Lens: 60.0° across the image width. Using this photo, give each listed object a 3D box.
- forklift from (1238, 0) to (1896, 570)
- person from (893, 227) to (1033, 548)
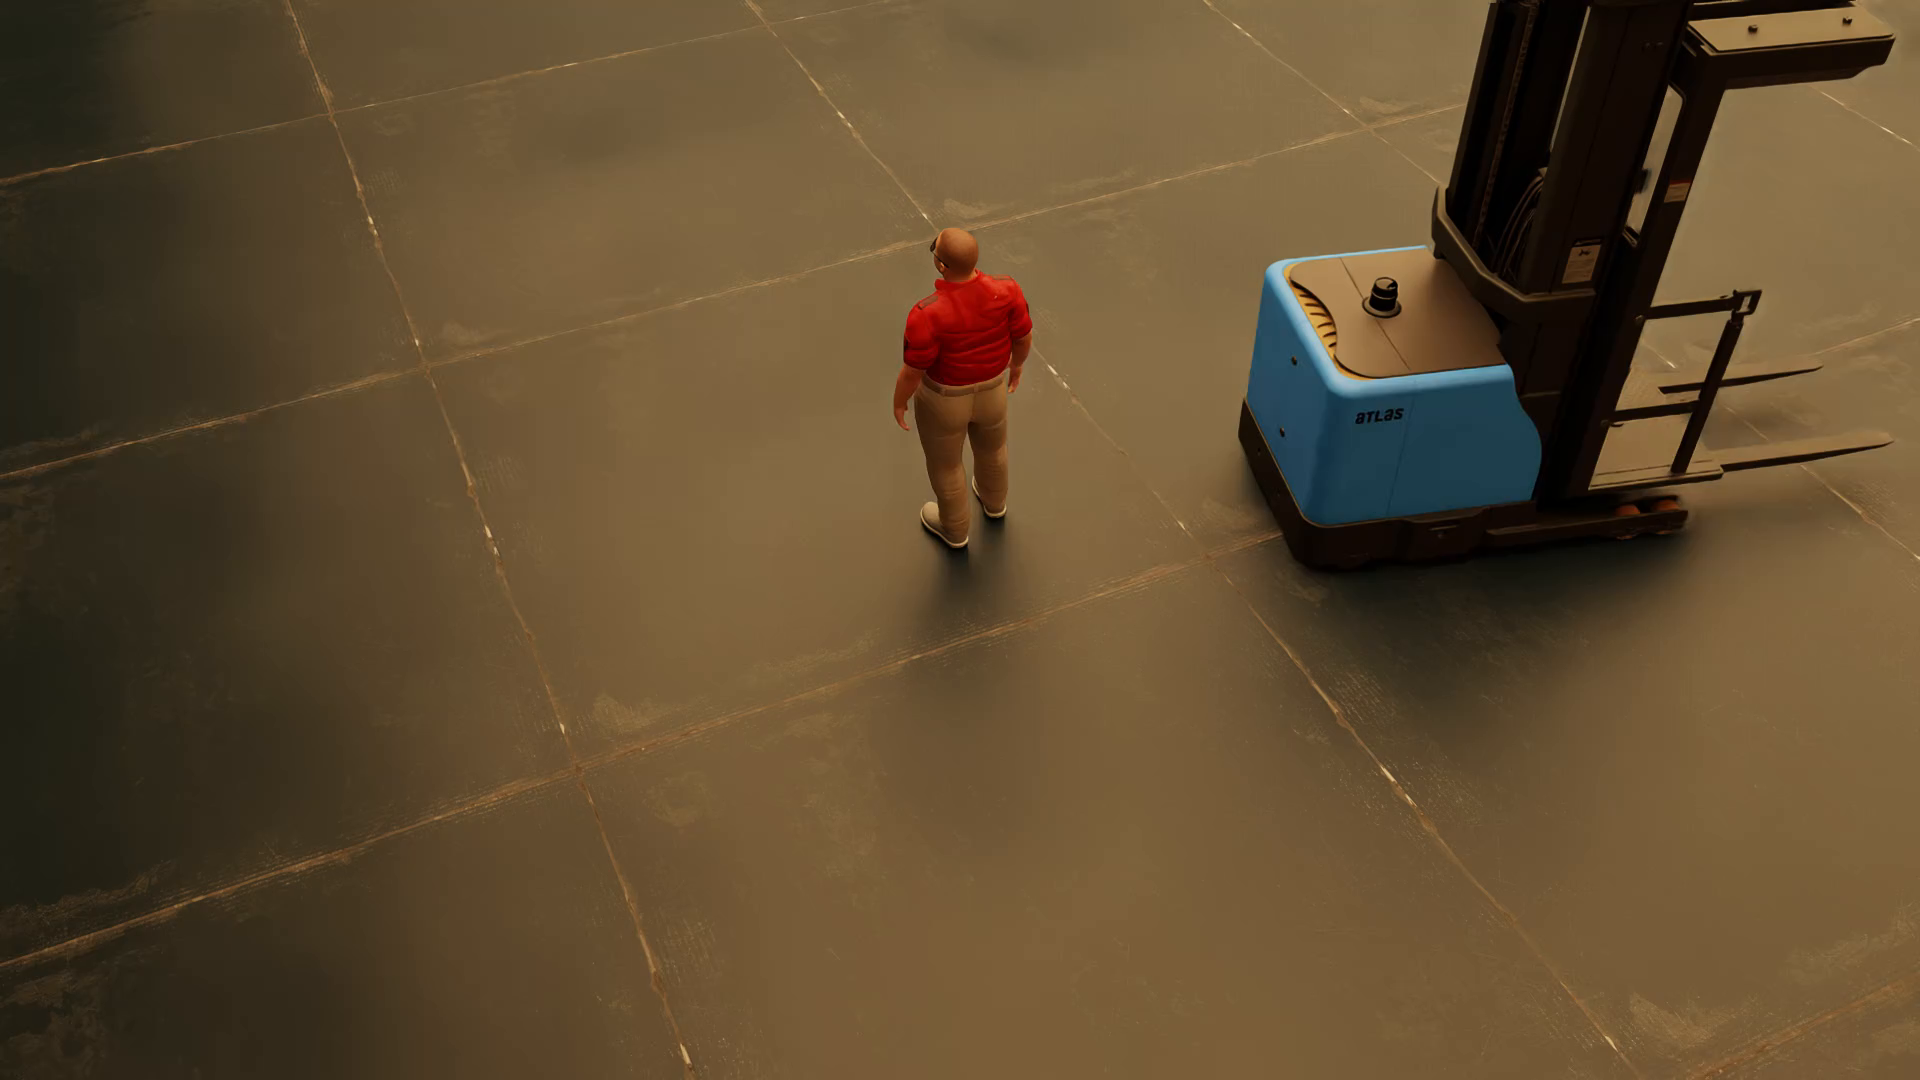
[{"bbox_3d":[2.951,-1.425,7.207,3.031,2.935,1.130,-7,43,-7],"label":"forklift"},{"bbox_3d":[-0.027,-0.696,7.297,0.640,1.727,0.551,-18,46,-18],"label":"person"}]
